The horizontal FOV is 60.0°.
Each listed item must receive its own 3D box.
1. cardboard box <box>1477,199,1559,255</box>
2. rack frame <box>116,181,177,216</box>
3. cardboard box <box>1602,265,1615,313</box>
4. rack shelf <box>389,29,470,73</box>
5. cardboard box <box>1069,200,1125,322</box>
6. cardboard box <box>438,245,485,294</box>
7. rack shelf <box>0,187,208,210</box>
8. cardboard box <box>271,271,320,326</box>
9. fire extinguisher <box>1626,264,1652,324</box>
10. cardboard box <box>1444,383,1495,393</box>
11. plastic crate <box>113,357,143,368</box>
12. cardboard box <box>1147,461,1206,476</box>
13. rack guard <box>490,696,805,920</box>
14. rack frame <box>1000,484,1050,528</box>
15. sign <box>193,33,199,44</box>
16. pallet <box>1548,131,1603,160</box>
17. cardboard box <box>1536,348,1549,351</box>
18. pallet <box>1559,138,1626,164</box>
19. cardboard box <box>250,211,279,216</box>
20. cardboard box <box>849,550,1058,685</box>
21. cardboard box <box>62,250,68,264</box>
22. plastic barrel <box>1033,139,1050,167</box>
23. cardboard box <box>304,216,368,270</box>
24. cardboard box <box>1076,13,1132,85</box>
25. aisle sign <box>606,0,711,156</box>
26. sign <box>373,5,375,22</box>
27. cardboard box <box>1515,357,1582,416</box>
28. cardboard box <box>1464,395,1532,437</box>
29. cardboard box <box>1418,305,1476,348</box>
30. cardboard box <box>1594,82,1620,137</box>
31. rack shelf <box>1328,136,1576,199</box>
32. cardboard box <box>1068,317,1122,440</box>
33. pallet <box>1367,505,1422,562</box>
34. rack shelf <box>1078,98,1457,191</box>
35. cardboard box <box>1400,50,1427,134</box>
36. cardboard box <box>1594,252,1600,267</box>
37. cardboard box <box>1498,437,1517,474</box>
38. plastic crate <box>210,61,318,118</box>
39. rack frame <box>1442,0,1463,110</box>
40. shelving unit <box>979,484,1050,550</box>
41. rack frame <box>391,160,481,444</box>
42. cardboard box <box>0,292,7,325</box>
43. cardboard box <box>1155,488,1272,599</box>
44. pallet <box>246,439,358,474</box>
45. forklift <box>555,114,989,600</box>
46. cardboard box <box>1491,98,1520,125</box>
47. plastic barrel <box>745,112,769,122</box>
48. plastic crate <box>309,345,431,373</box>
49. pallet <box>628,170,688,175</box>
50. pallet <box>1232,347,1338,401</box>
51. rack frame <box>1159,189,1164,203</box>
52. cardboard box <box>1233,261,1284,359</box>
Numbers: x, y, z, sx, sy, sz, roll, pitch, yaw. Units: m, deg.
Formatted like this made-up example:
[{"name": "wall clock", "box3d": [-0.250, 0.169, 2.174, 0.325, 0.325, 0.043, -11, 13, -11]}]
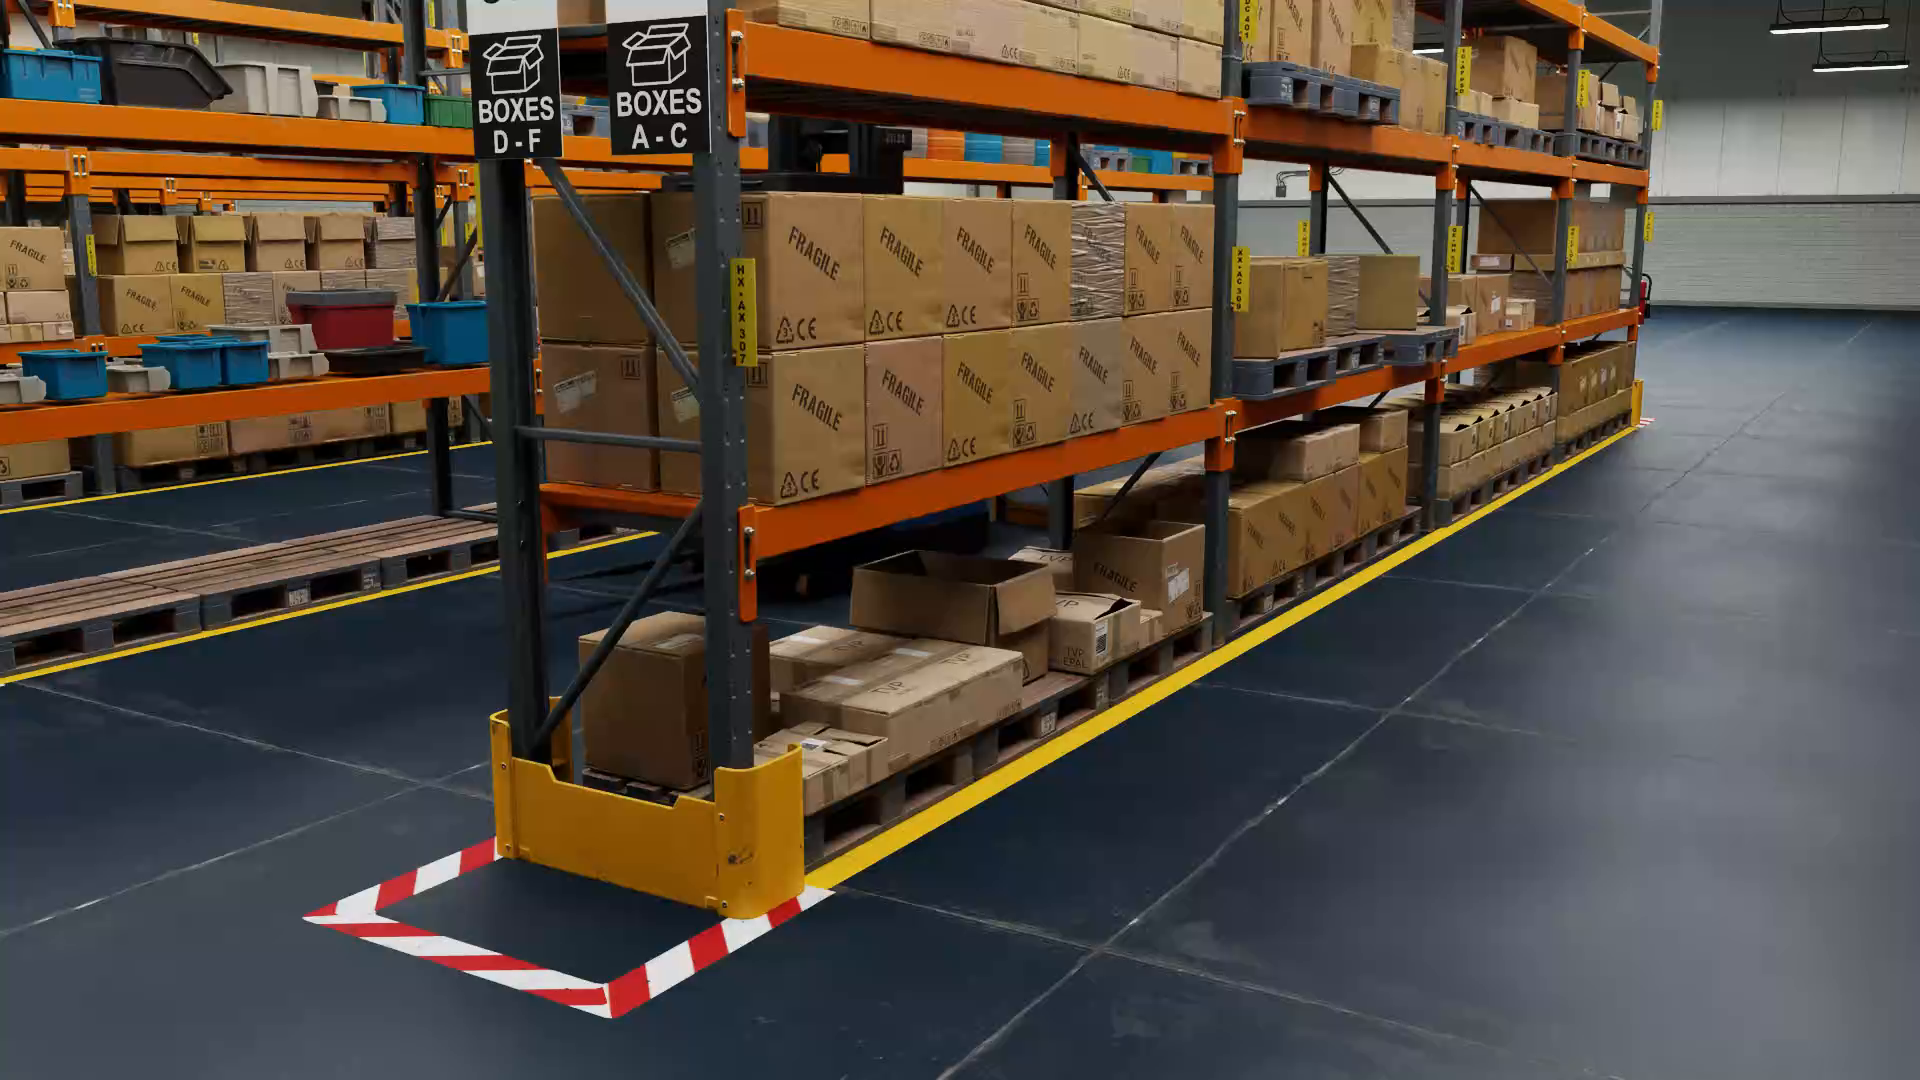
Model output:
[{"name": "cardboard box", "box3d": [5.329, -2.964, 15.753, 0.700, 0.500, 0.500, 6, 12, 31]}, {"name": "rack frame", "box3d": [-9.624, -3.015, 19.819, 1.000, 3.000, 0.127, 6, 12, 31]}, {"name": "cardboard box", "box3d": [6.659, -2.730, 18.027, 0.700, 0.500, 0.500, 7, 13, 32]}, {"name": "rack shelf", "box3d": [-4.399, -5.238, 18.434, 1.077, 0.370, 4.000, 6, 12, 31]}, {"name": "cardboard box", "box3d": [0.384, -1.225, 7.271, 0.500, 0.500, 0.500, 6, 12, 31]}, {"name": "cardboard box", "box3d": [-5.191, -2.869, 17.630, 0.500, 0.500, 0.500, 5, 12, 24]}, {"name": "rack shelf", "box3d": [-12.868, -4.907, 23.731, 1.077, 0.370, 4.000, 6, 12, 31]}, {"name": "cardboard box", "box3d": [-6.277, -2.233, 15.372, 0.500, 0.500, 0.500, 7, 13, 32]}, {"name": "fire extinguisher", "box3d": [7.639, -2.772, 18.735, 0.296, 0.674, 0.183, 6, 12, 31]}, {"name": "cardboard box", "box3d": [4.677, -1.296, 15.448, 0.500, 0.311, 0.500, 6, 12, 31]}, {"name": "plastic crate", "box3d": [-4.664, -0.978, 9.492, 0.298, 0.136, 0.250, 6, 12, 31]}, {"name": "cardboard box", "box3d": [1.487, -0.197, 10.367, 0.500, 0.500, 0.500, 7, 12, 31]}, {"name": "rack guard", "box3d": [-1.086, 0.897, 5.718, 1.175, 0.500, 0.348, 6, 12, 31]}, {"name": "rack frame", "box3d": [0.512, -0.851, 12.338, 0.500, 1.500, 0.032, 8, 13, 35]}, {"name": "sign", "box3d": [-11.353, -7.534, 24.690, 0.100, 0.325, 0.005, 6, 12, 31]}, {"name": "pallet", "box3d": [5.525, -3.774, 15.967, 1.003, 0.211, 1.213, 6, 12, 31]}, {"name": "cardboard box", "box3d": [5.931, -1.761, 17.415, 0.500, 0.500, 0.500, 6, 12, 31]}, {"name": "pallet", "box3d": [6.159, -3.965, 16.988, 1.003, 0.211, 1.213, 6, 12, 31]}, {"name": "cardboard box", "box3d": [-11.132, -4.914, 26.169, 0.700, 0.500, 0.500, 6, 12, 31]}, {"name": "cardboard box", "box3d": [-0.020, 0.358, 7.393, 0.797, 0.503, 0.637, 6, 12, 31]}, {"name": "cardboard box", "box3d": [-10.020, -3.109, 18.248, 0.380, 0.149, 0.250, 6, 12, 31]}, {"name": "plastic barrel", "box3d": [0.794, -4.301, 17.176, 0.600, 0.901, 0.708, 6, 12, 31]}, {"name": "cardboard box", "box3d": [-6.171, -2.851, 15.950, 0.797, 0.503, 0.637, 7, 13, 32]}, {"name": "cardboard box", "box3d": [0.405, -2.090, 7.139, 0.500, 0.250, 0.500, 6, 12, 31]}, {"name": "aisle sign", "box3d": [-0.910, -1.559, 4.978, 0.394, 0.787, 0.004, 6, 12, 31]}, {"name": "sign", "box3d": [-8.009, -7.186, 22.831, 0.100, 0.325, 0.005, 6, 12, 31]}, {"name": "cardboard box", "box3d": [5.613, -1.473, 15.880, 0.500, 0.500, 0.500, 6, 12, 31]}, {"name": "cardboard box", "box3d": [4.613, -1.086, 14.323, 0.500, 0.311, 0.500, 6, 12, 31]}, {"name": "cardboard box", "box3d": [3.657, -1.656, 12.806, 0.500, 0.311, 0.500, 6, 12, 30]}, {"name": "cardboard box", "box3d": [6.067, -4.254, 16.487, 0.797, 0.503, 0.637, 8, 13, 37]}, {"name": "rack shelf", "box3d": [4.066, -3.013, 13.615, 1.077, 0.370, 4.000, 6, 12, 31]}, {"name": "cardboard box", "box3d": [0.379, -0.732, 7.358, 0.500, 0.500, 0.500, 7, 13, 32]}, {"name": "pallet", "box3d": [2.608, -0.093, 11.794, 1.003, 0.211, 1.213, 6, 12, 31]}, {"name": "rack shelf", "box3d": [1.989, -2.384, 10.255, 1.077, 0.370, 4.000, 6, 12, 31]}, {"name": "cardboard box", "box3d": [2.565, -2.949, 11.048, 0.910, 0.500, 0.500, 6, 12, 31]}, {"name": "cardboard box", "box3d": [6.342, -2.881, 17.074, 0.380, 0.149, 0.250, 6, 12, 30]}, {"name": "cardboard box", "box3d": [4.342, -0.729, 13.942, 0.500, 0.250, 0.500, 7, 13, 32]}, {"name": "plastic crate", "box3d": [-3.943, -2.529, 9.394, 0.437, 0.282, 0.530, 6, 12, 31]}, {"name": "rack frame", "box3d": [3.028, -4.527, 11.593, 1.000, 3.000, 0.127, 6, 12, 31]}, {"name": "shelving unit", "box3d": [0.206, -0.774, 11.927, 0.587, 1.500, 1.083, 8, 13, 35]}, {"name": "rack frame", "box3d": [-5.437, -2.525, 17.203, 1.000, 3.000, 0.127, 6, 12, 31]}, {"name": "cardboard box", "box3d": [-7.785, -1.792, 12.889, 0.500, 0.250, 0.500, 7, 13, 32]}, {"name": "cardboard box", "box3d": [1.410, 0.011, 9.256, 0.500, 0.500, 0.500, 6, 12, 28]}, {"name": "pallet", "box3d": [-6.545, -0.846, 15.815, 1.003, 0.211, 1.213, 6, 12, 31]}, {"name": "forklift", "box3d": [-1.111, -1.184, 10.228, 1.130, 2.935, 3.031, 8, 13, 38]}, {"name": "cardboard box", "box3d": [4.493, -3.631, 14.229, 0.500, 0.250, 0.500, 5, 12, 25]}, {"name": "plastic barrel", "box3d": [-1.635, -3.482, 13.398, 0.301, 0.262, 0.301, 0, 11, 0]}, {"name": "plastic crate", "box3d": [-3.632, -1.115, 10.258, 0.437, 0.125, 0.590, 6, 12, 31]}, {"name": "pallet", "box3d": [-3.772, -4.449, 19.841, 1.213, 0.211, 1.003, 6, 12, 31]}, {"name": "pallet", "box3d": [1.459, -0.970, 9.418, 1.003, 0.211, 1.213, 6, 12, 31]}, {"name": "rack frame", "box3d": [2.949, -3.310, 21.396, 1.000, 3.000, 0.127, 6, 12, 31]}, {"name": "cardboard box", "box3d": [1.388, -1.257, 9.021, 0.700, 0.500, 0.500, 2, 11, 12]}]
